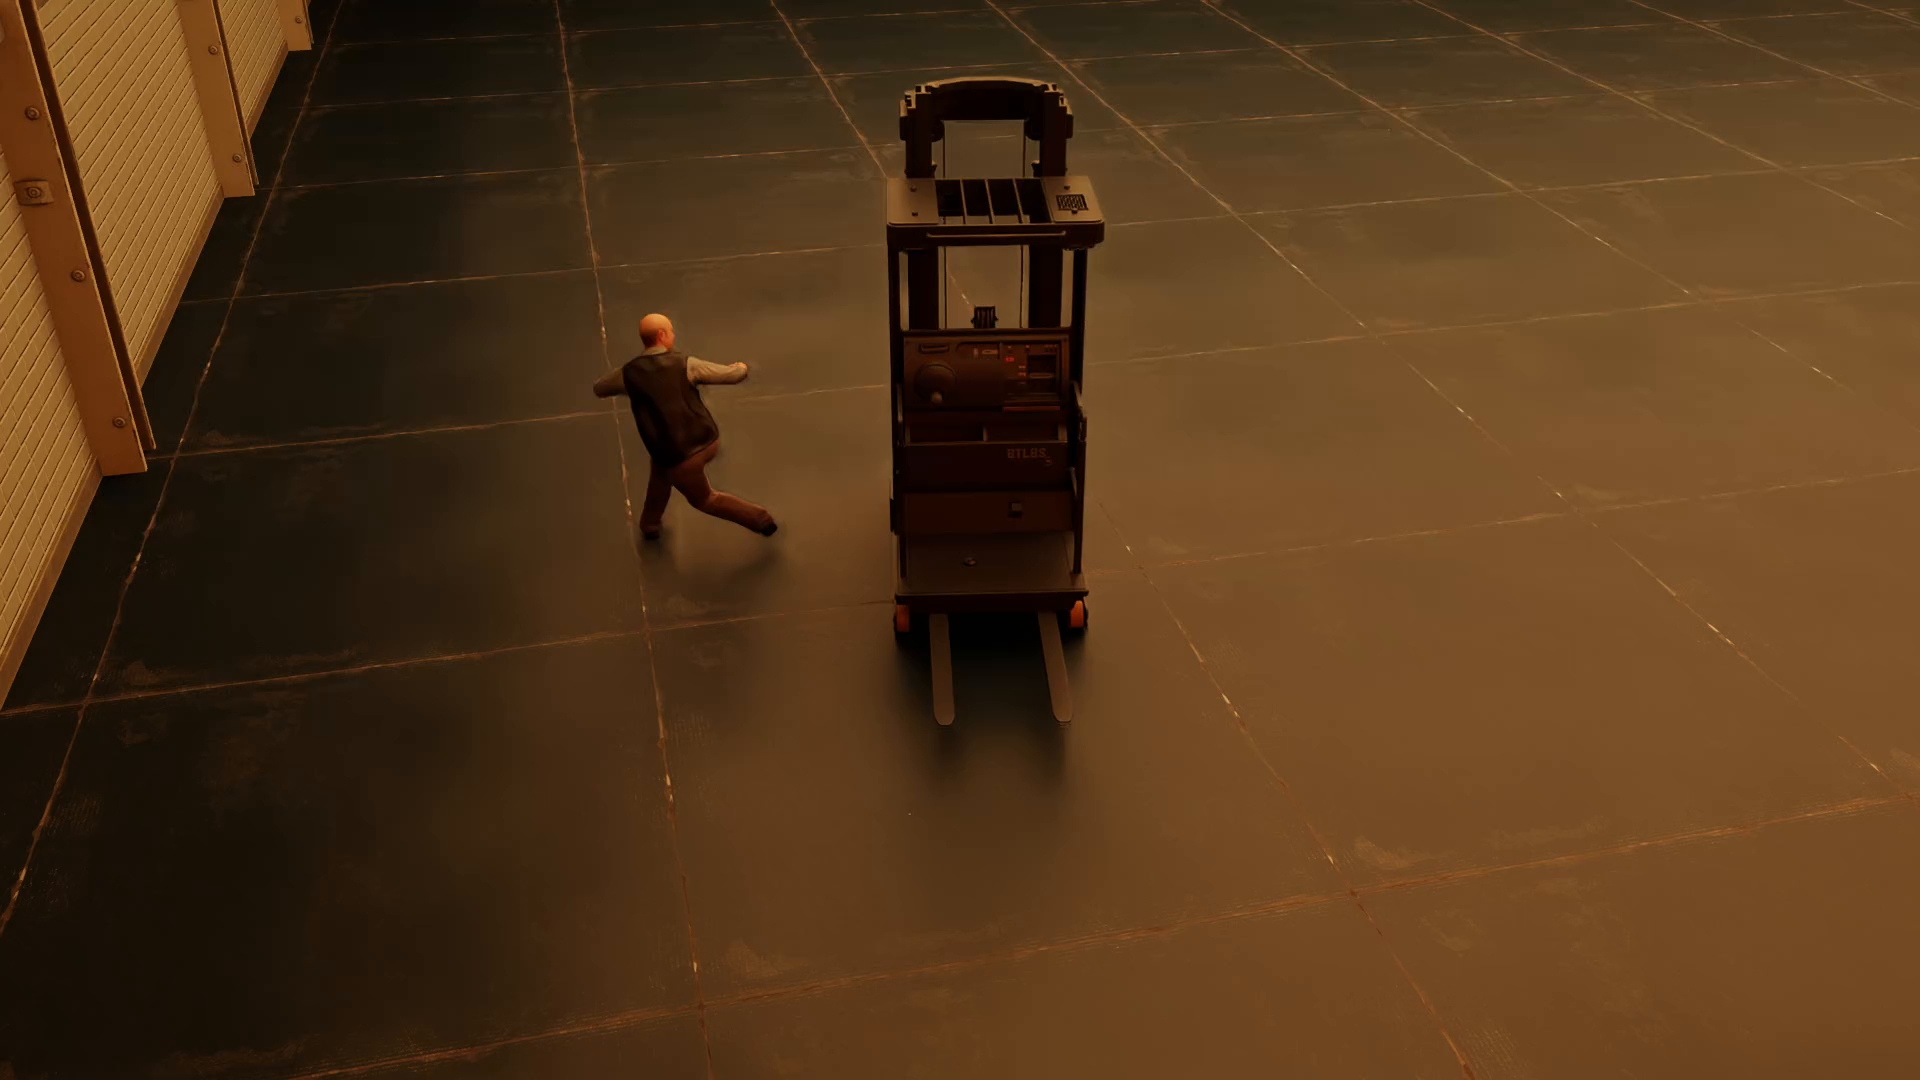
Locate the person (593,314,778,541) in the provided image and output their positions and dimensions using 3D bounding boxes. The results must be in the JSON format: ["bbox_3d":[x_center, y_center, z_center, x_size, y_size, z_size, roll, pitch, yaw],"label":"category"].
[{"bbox_3d":[-1.694,-0.696,10.205,0.909,1.530,1.065,-25,39,-36],"label":"person"}]

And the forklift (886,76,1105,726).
[{"bbox_3d":[0.160,-0.901,9.131,1.130,2.935,3.031,-1,30,-2],"label":"forklift"}]
